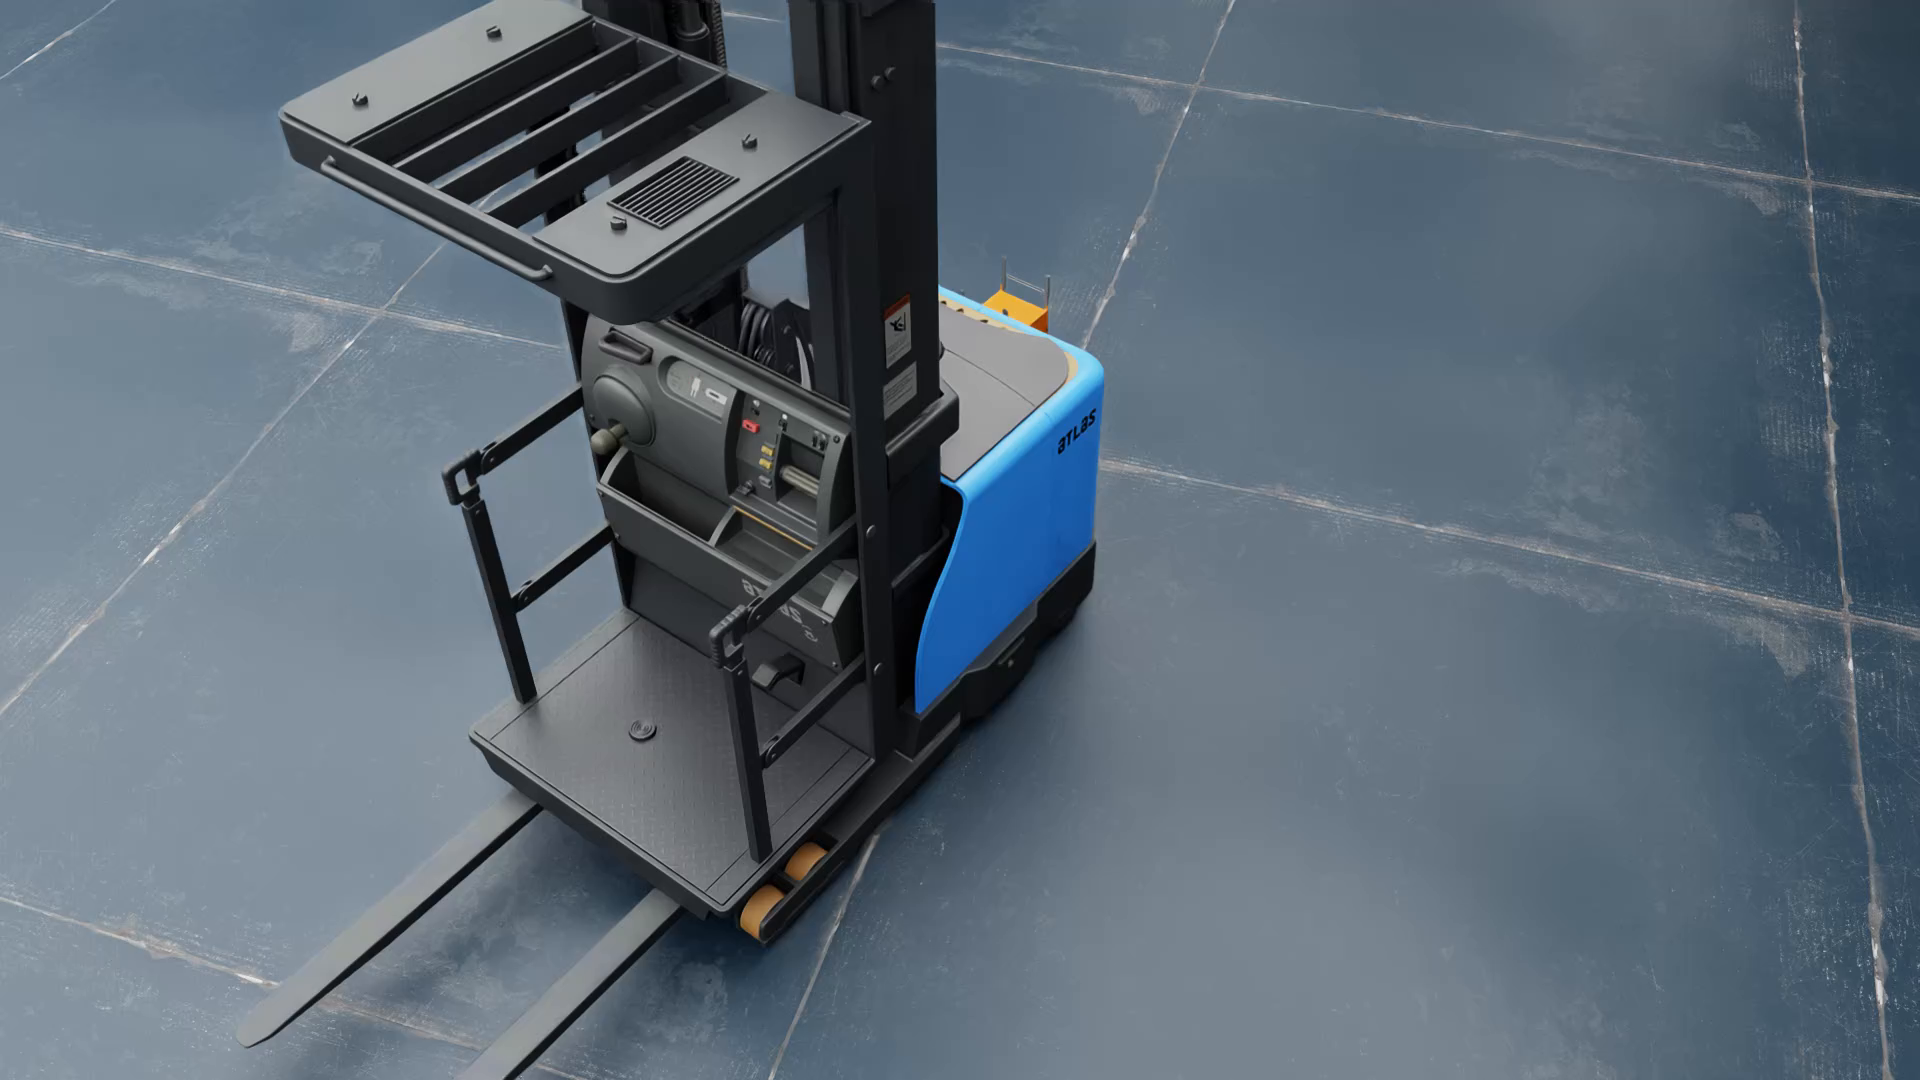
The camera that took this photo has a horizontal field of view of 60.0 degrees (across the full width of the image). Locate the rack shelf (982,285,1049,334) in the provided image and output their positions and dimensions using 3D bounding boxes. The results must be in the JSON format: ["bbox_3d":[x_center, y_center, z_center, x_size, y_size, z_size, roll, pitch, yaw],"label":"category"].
[{"bbox_3d":[0.152,-0.693,5.817,0.215,0.259,0.240,28,51,25],"label":"rack shelf"}]

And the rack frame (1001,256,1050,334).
[{"bbox_3d":[0.226,-0.566,6.078,0.200,1.050,0.008,28,51,25],"label":"rack frame"}]

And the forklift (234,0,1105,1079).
[{"bbox_3d":[-0.809,-0.236,4.396,1.130,2.935,3.031,28,51,25],"label":"forklift"}]

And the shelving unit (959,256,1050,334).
[{"bbox_3d":[0.152,-0.498,6.008,0.215,1.050,0.252,28,51,25],"label":"shelving unit"}]

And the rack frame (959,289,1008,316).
[{"bbox_3d":[0.079,-0.430,5.938,0.200,1.050,0.008,28,51,25],"label":"rack frame"}]
